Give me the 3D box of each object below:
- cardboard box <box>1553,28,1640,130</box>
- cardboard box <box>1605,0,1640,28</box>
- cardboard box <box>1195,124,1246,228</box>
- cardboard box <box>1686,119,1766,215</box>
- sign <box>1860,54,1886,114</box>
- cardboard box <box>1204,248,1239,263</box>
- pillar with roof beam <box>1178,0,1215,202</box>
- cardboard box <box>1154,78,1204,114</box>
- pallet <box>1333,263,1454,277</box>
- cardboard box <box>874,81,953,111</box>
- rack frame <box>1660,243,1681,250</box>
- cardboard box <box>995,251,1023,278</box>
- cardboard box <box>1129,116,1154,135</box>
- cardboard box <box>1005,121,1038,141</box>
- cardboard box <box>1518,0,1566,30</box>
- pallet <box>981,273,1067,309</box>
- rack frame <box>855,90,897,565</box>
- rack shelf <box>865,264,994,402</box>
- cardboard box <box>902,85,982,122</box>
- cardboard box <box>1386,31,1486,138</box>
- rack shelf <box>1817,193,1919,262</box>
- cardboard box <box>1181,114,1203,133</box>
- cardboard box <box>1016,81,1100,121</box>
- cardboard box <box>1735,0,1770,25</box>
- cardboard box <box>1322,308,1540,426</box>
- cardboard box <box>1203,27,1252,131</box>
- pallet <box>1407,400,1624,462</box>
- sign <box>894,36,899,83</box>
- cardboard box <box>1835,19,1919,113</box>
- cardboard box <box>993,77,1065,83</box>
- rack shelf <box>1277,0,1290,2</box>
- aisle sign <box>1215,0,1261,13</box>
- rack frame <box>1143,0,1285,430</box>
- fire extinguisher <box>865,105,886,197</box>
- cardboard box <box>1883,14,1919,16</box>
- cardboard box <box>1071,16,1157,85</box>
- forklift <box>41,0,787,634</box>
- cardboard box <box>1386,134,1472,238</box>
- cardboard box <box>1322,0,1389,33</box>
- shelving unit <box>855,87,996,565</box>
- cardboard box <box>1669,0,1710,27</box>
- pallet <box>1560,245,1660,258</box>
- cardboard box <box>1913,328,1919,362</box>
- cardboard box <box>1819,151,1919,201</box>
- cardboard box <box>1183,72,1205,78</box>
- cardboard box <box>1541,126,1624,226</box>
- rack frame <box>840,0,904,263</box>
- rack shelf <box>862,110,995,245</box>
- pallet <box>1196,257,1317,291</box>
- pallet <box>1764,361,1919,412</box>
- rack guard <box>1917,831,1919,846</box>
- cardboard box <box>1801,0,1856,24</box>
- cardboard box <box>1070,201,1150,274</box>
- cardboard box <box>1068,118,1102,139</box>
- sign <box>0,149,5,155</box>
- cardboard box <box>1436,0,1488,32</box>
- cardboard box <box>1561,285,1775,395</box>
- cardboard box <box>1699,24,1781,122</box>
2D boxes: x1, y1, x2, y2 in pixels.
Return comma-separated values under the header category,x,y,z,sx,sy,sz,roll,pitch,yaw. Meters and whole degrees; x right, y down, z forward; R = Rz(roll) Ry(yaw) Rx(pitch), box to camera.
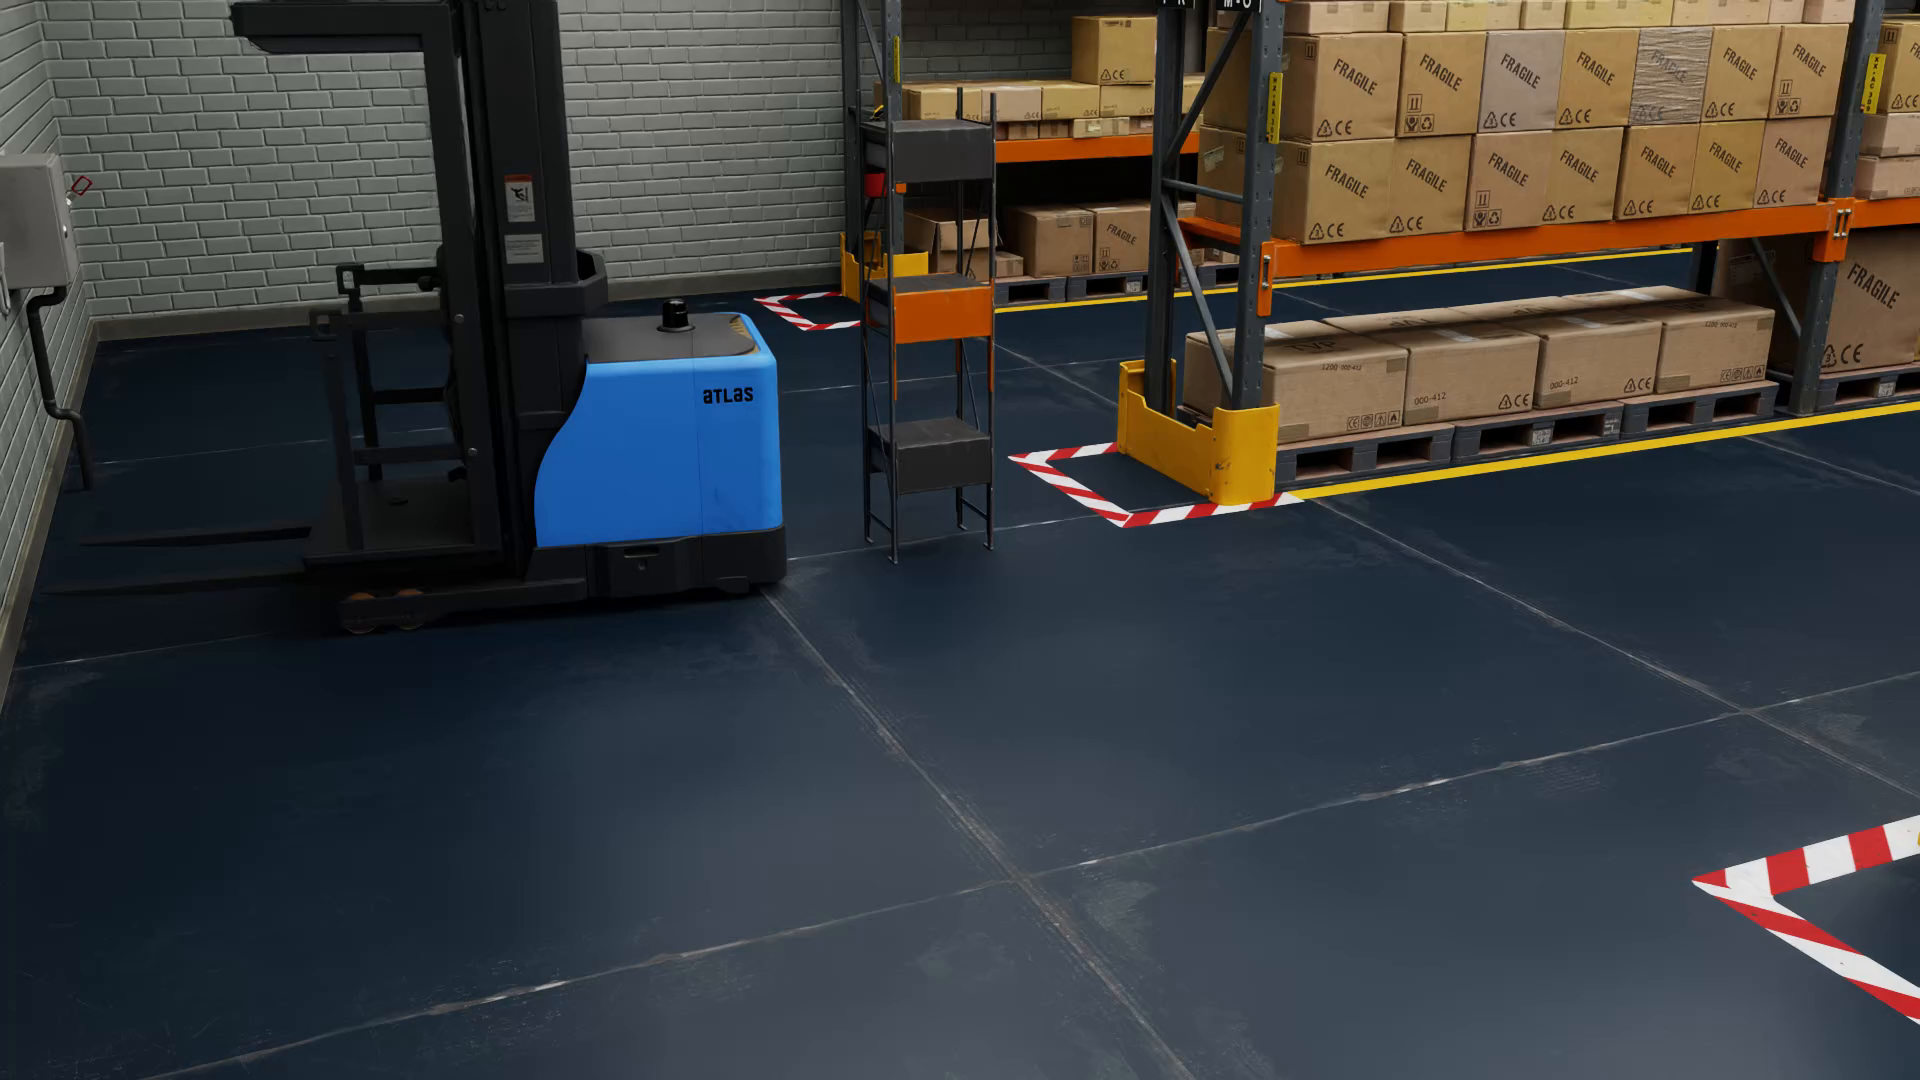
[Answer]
category,x,y,z,sx,sy,sz,roll,pitch,yaw
cardboard box,3.238,-2.487,8.913,0.500,0.500,0.500,-8,21,-22
cardboard box,3.383,-2.813,8.863,0.250,0.149,0.380,-8,21,-22
cardboard box,1.623,-1.977,8.970,0.500,0.500,0.500,-8,21,-22
cardboard box,4.163,-2.151,9.464,0.500,0.500,0.500,-9,21,-23
sign,5.179,-2.589,9.435,0.005,0.325,0.100,-8,21,-22
cardboard box,2.265,-2.524,14.158,0.258,0.266,0.396,-7,21,-20
pillar with roof beam,3.697,-5.525,10.165,0.400,9.000,9.100,-8,21,-22
cardboard box,1.700,-3.621,13.569,0.500,0.250,0.500,-8,21,-22
pallet,3.720,-2.628,15.170,1.213,0.211,1.003,-8,21,-22
cardboard box,-0.367,-3.510,13.252,0.500,0.250,0.500,-8,21,-20
rack frame,6.661,-4.351,15.864,0.127,3.000,1.000,-8,21,-22
cardboard box,0.320,-2.248,13.550,0.250,0.149,0.380,-9,21,-24
cardboard box,1.372,-3.390,13.512,0.250,0.149,0.380,-8,21,-22
cardboard box,0.425,-3.247,13.107,0.250,0.149,0.380,-7,21,-20
cardboard box,2.918,-2.739,8.652,0.250,0.149,0.380,-8,21,-21
pallet,0.117,-2.099,13.666,1.213,0.211,1.003,-8,21,-22
rack frame,-0.376,-0.937,7.520,0.015,2.100,0.400,-8,21,-22
rack shelf,-0.152,-0.956,7.616,0.480,0.518,0.431,-8,21,-22
cardboard box,-0.161,-3.346,12.787,0.500,0.250,0.500,-8,21,-22
cardboard box,2.310,-2.351,8.527,0.500,0.500,0.500,-9,21,-23
rack shelf,6.794,-2.236,10.939,4.000,0.370,1.077,-8,21,-22
cardboard box,1.861,-3.437,13.645,0.250,0.149,0.380,-8,21,-23
cardboard box,0.766,-3.480,13.168,0.500,0.250,0.500,-9,21,-23
cardboard box,4.283,-2.968,9.302,0.250,0.149,0.380,-8,21,-22
cardboard box,2.689,-1.016,9.616,0.875,0.438,0.875,-8,21,-20
cardboard box,1.634,-2.441,8.781,0.500,0.500,0.500,-7,21,-20
pallet,3.107,-0.759,9.859,1.213,0.211,1.003,-8,21,-22
sign,-0.469,-3.542,12.262,0.005,0.325,0.100,-8,21,-22
cardboard box,5.476,-2.801,9.805,0.500,0.500,0.500,-8,21,-21
cardboard box,0.563,-3.641,13.625,0.500,0.250,0.500,-7,21,-20
rack shelf,3.122,-3.125,8.946,4.000,0.370,1.077,-8,21,-22
aisle sign,1.334,-2.914,7.868,0.004,0.787,0.394,-8,21,-22
rack frame,1.285,-1.786,8.578,0.127,3.000,1.000,-8,21,-22
fire extinguisher,-0.636,-2.926,12.495,0.183,0.674,0.296,-8,21,-22
cardboard box,6.214,-3.097,10.646,0.500,0.500,0.500,-7,21,-20
cardboard box,1.216,-3.897,13.223,0.500,0.500,0.500,-8,21,-21
forklift,-2.340,-1.186,6.977,3.031,2.935,1.130,-5,20,-13
cardboard box,2.293,-1.884,8.705,0.500,0.500,0.500,-8,21,-23
cardboard box,1.933,-2.629,8.340,0.250,0.149,0.380,-8,21,-21
shelving unit,-0.152,-0.969,7.611,0.503,2.100,0.431,-8,21,-22
cardboard box,3.842,-2.885,9.067,0.250,0.149,0.380,-8,21,-22
pallet,5.961,-2.949,16.081,1.213,0.211,1.003,-8,21,-22
cardboard box,6.322,-1.735,11.000,0.875,0.875,0.875,-8,21,-20
cardboard box,5.467,-2.219,10.033,0.500,0.250,0.500,-9,21,-23
cardboard box,1.969,-3.844,14.201,0.500,0.250,0.500,-8,21,-22
cardboard box,3.221,-2.016,9.081,0.500,0.500,0.500,-7,21,-20
rack frame,-0.684,-3.299,12.875,0.127,3.000,1.000,-8,21,-22
rack shelf,-0.152,-1.616,7.384,0.480,0.518,0.431,-8,21,-22
pallet,2.357,-2.420,14.577,1.213,0.211,1.003,-8,21,-22
pallet,5.637,-1.121,10.889,1.213,0.211,1.003,-8,21,-22
rack guard,3.408,0.879,4.772,0.348,0.500,1.175,-8,21,-22
cardboard box,4.801,-2.999,9.391,0.250,0.149,0.380,-9,21,-23
cardboard box,1.240,-2.509,13.764,0.500,0.500,0.500,-8,21,-21
cardboard box,0.929,-3.294,13.240,0.250,0.149,0.380,-9,21,-23
sign,-4.967,-1.775,8.691,0.001,0.494,0.329,-8,21,-22
cardboard box,2.452,-2.668,8.451,0.250,0.149,0.380,-9,21,-24
cardboard box,4.339,-1.252,10.286,0.875,0.438,0.875,-8,21,-23
cardboard box,4.165,-2.620,9.291,0.500,0.500,0.500,-8,21,-23
